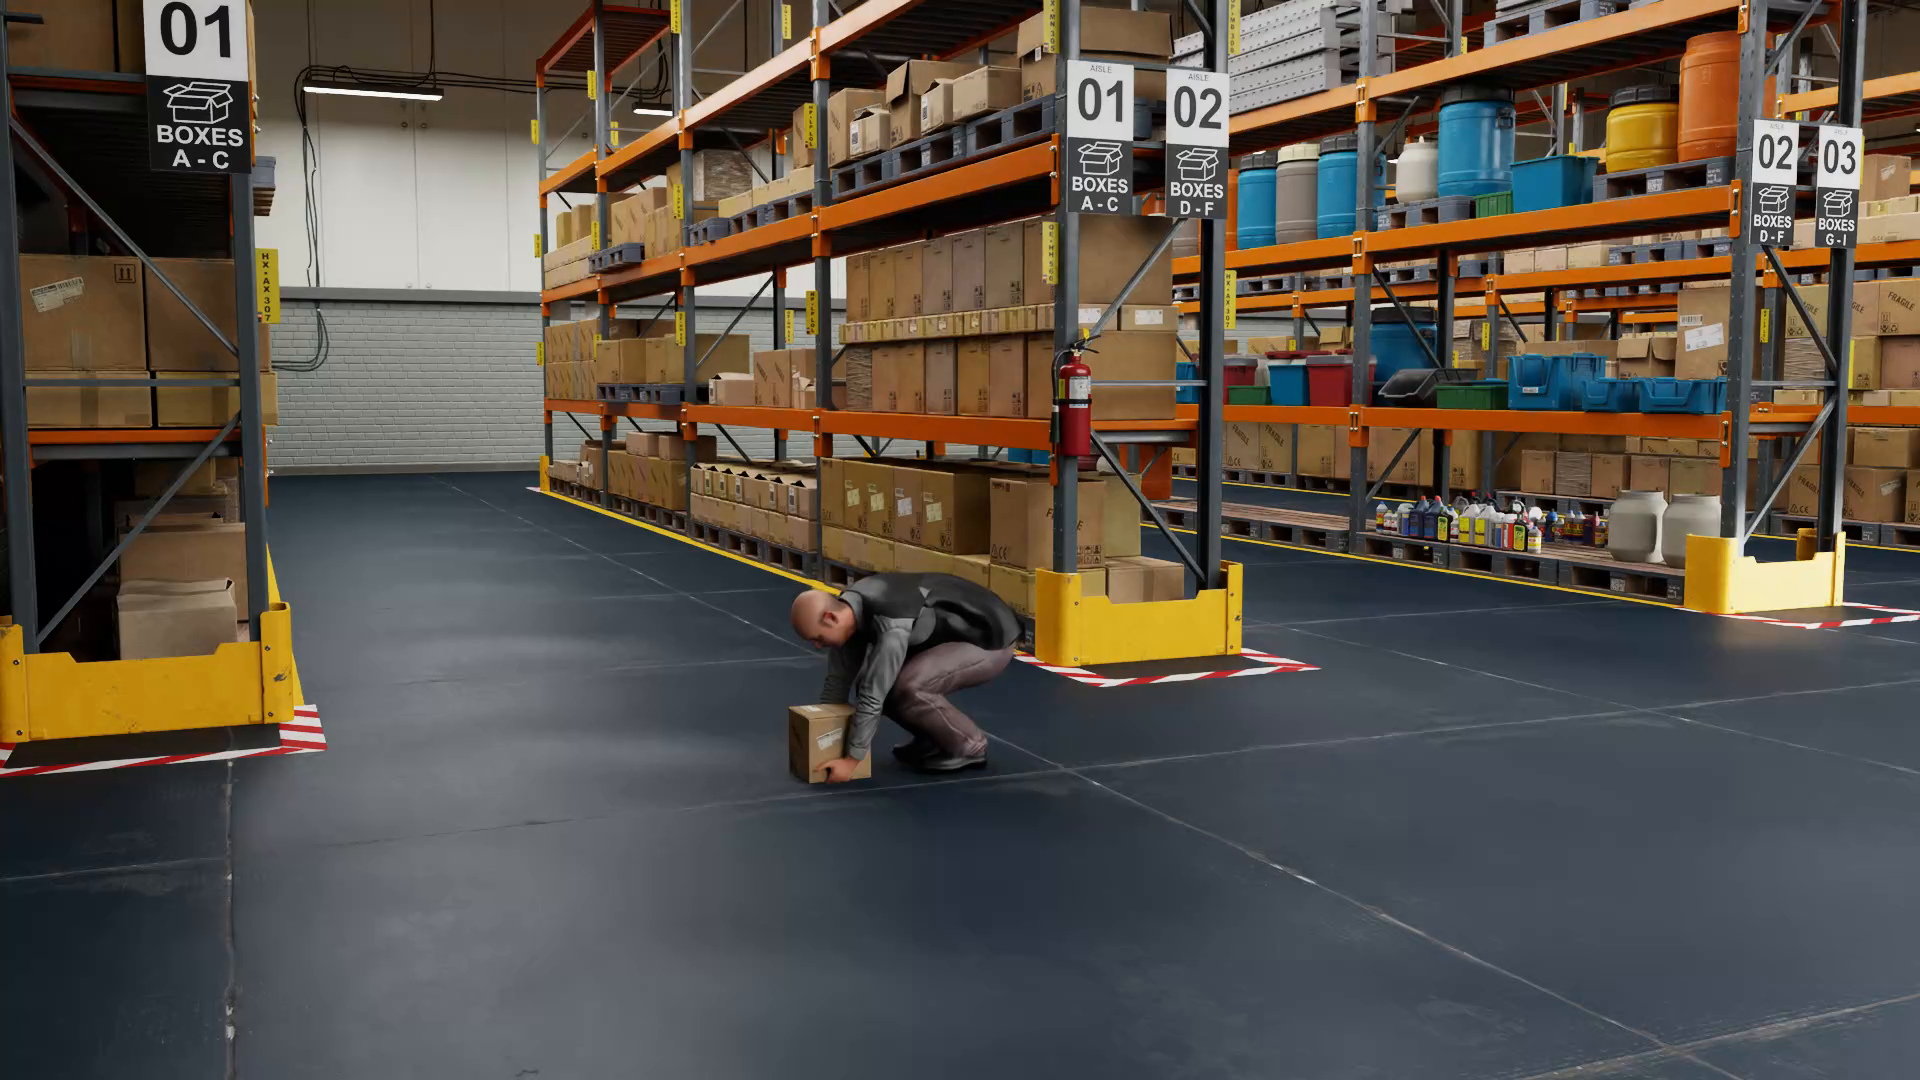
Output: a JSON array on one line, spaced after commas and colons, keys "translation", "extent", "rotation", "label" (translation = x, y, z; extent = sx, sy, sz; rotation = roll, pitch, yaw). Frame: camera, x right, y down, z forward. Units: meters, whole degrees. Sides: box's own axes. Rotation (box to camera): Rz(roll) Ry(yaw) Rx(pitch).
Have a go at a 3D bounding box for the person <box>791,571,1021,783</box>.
[{"translation": [-0.223, 0.519, 6.524], "extent": [0.939, 0.790, 0.505], "rotation": [-3, 6, -25], "label": "person"}]
